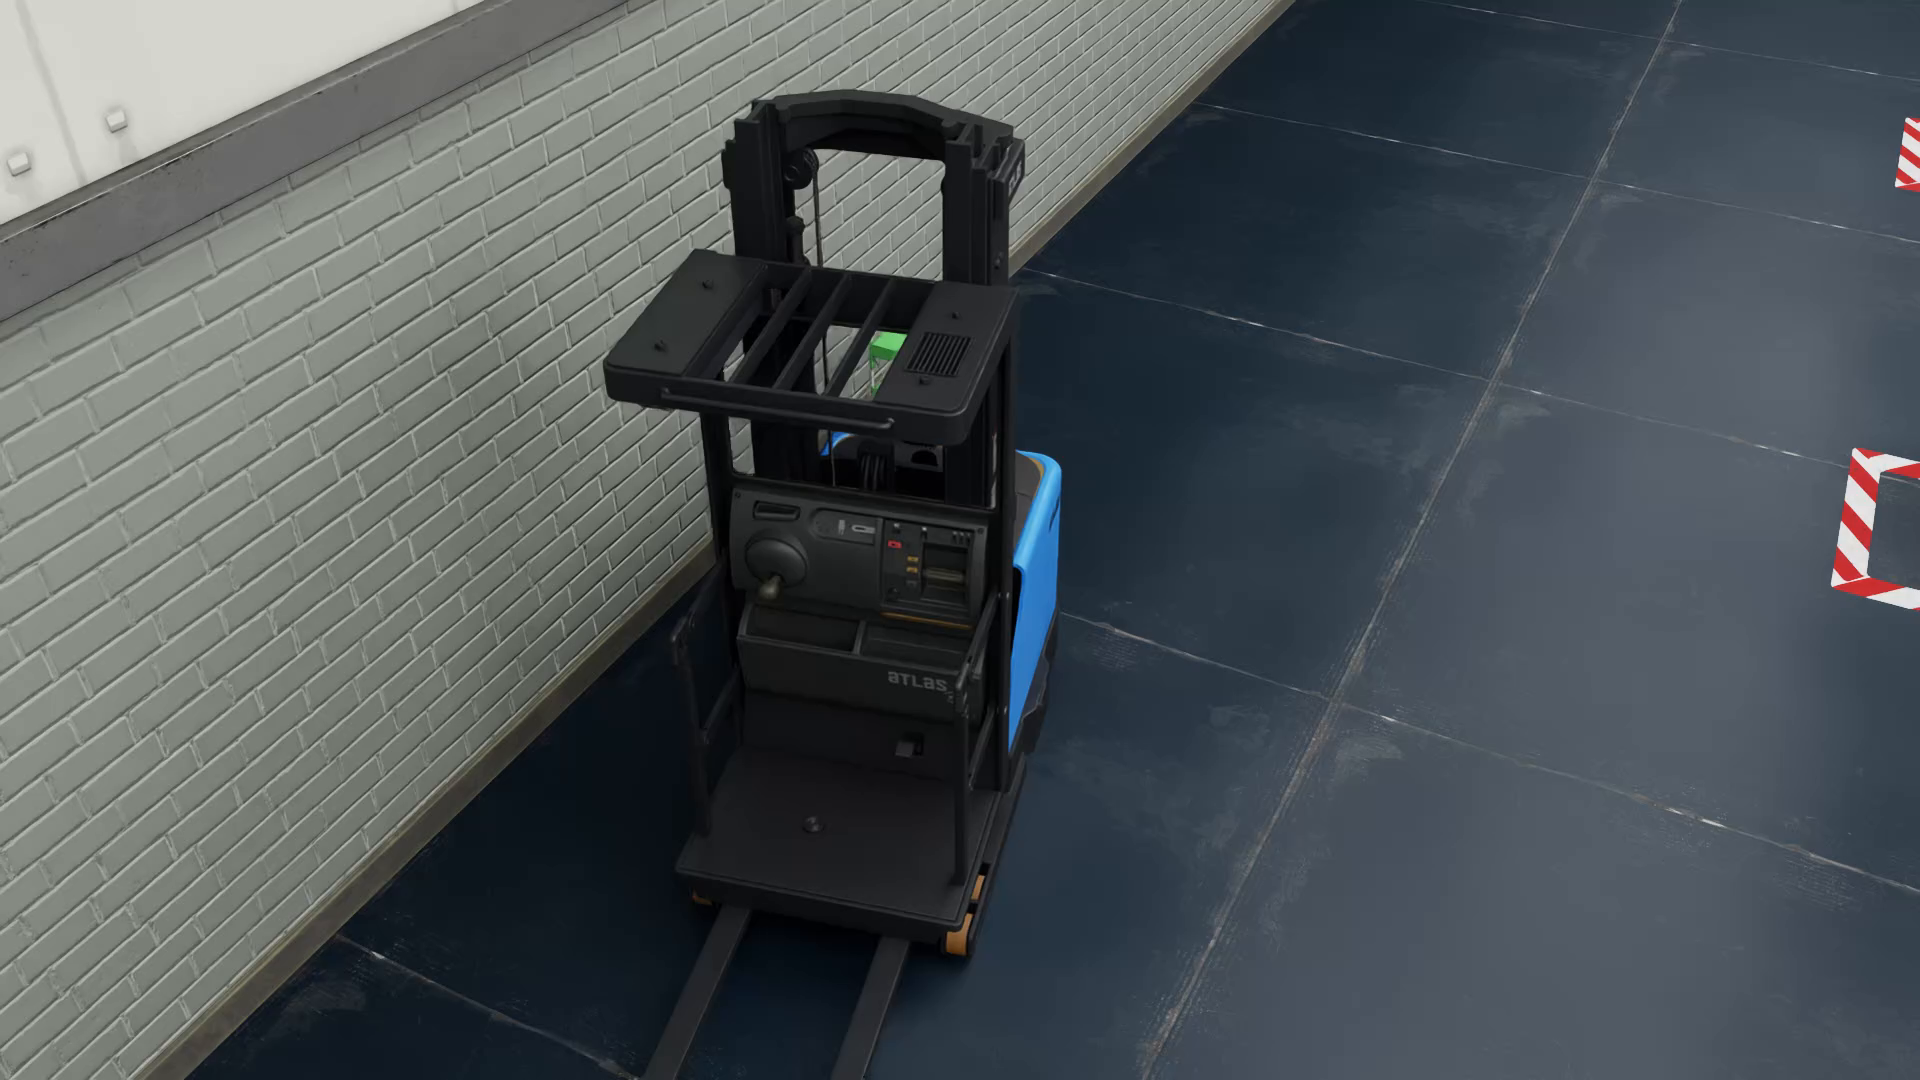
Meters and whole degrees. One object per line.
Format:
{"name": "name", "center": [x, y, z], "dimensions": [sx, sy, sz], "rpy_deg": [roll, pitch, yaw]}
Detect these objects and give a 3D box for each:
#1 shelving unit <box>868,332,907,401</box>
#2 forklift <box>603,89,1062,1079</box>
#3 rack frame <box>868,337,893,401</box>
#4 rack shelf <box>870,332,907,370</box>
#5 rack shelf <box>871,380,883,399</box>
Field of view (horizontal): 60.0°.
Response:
{"name": "shelving unit", "center": [-0.147, -0.524, 7.968], "dimensions": [0.503, 1.200, 0.258], "rpy_deg": [17, 41, 21]}
{"name": "forklift", "center": [-0.412, 0.127, 5.678], "dimensions": [1.130, 2.935, 3.031], "rpy_deg": [9, 38, 11]}
{"name": "rack frame", "center": [-0.364, -0.592, 8.057], "dimensions": [0.015, 1.200, 0.240], "rpy_deg": [17, 41, 21]}
{"name": "rack shelf", "center": [-0.147, -0.855, 7.716], "dimensions": [0.480, 0.148, 0.258], "rpy_deg": [17, 41, 21]}
{"name": "rack shelf", "center": [-0.147, -0.664, 7.861], "dimensions": [0.480, 0.148, 0.258], "rpy_deg": [17, 41, 21]}
